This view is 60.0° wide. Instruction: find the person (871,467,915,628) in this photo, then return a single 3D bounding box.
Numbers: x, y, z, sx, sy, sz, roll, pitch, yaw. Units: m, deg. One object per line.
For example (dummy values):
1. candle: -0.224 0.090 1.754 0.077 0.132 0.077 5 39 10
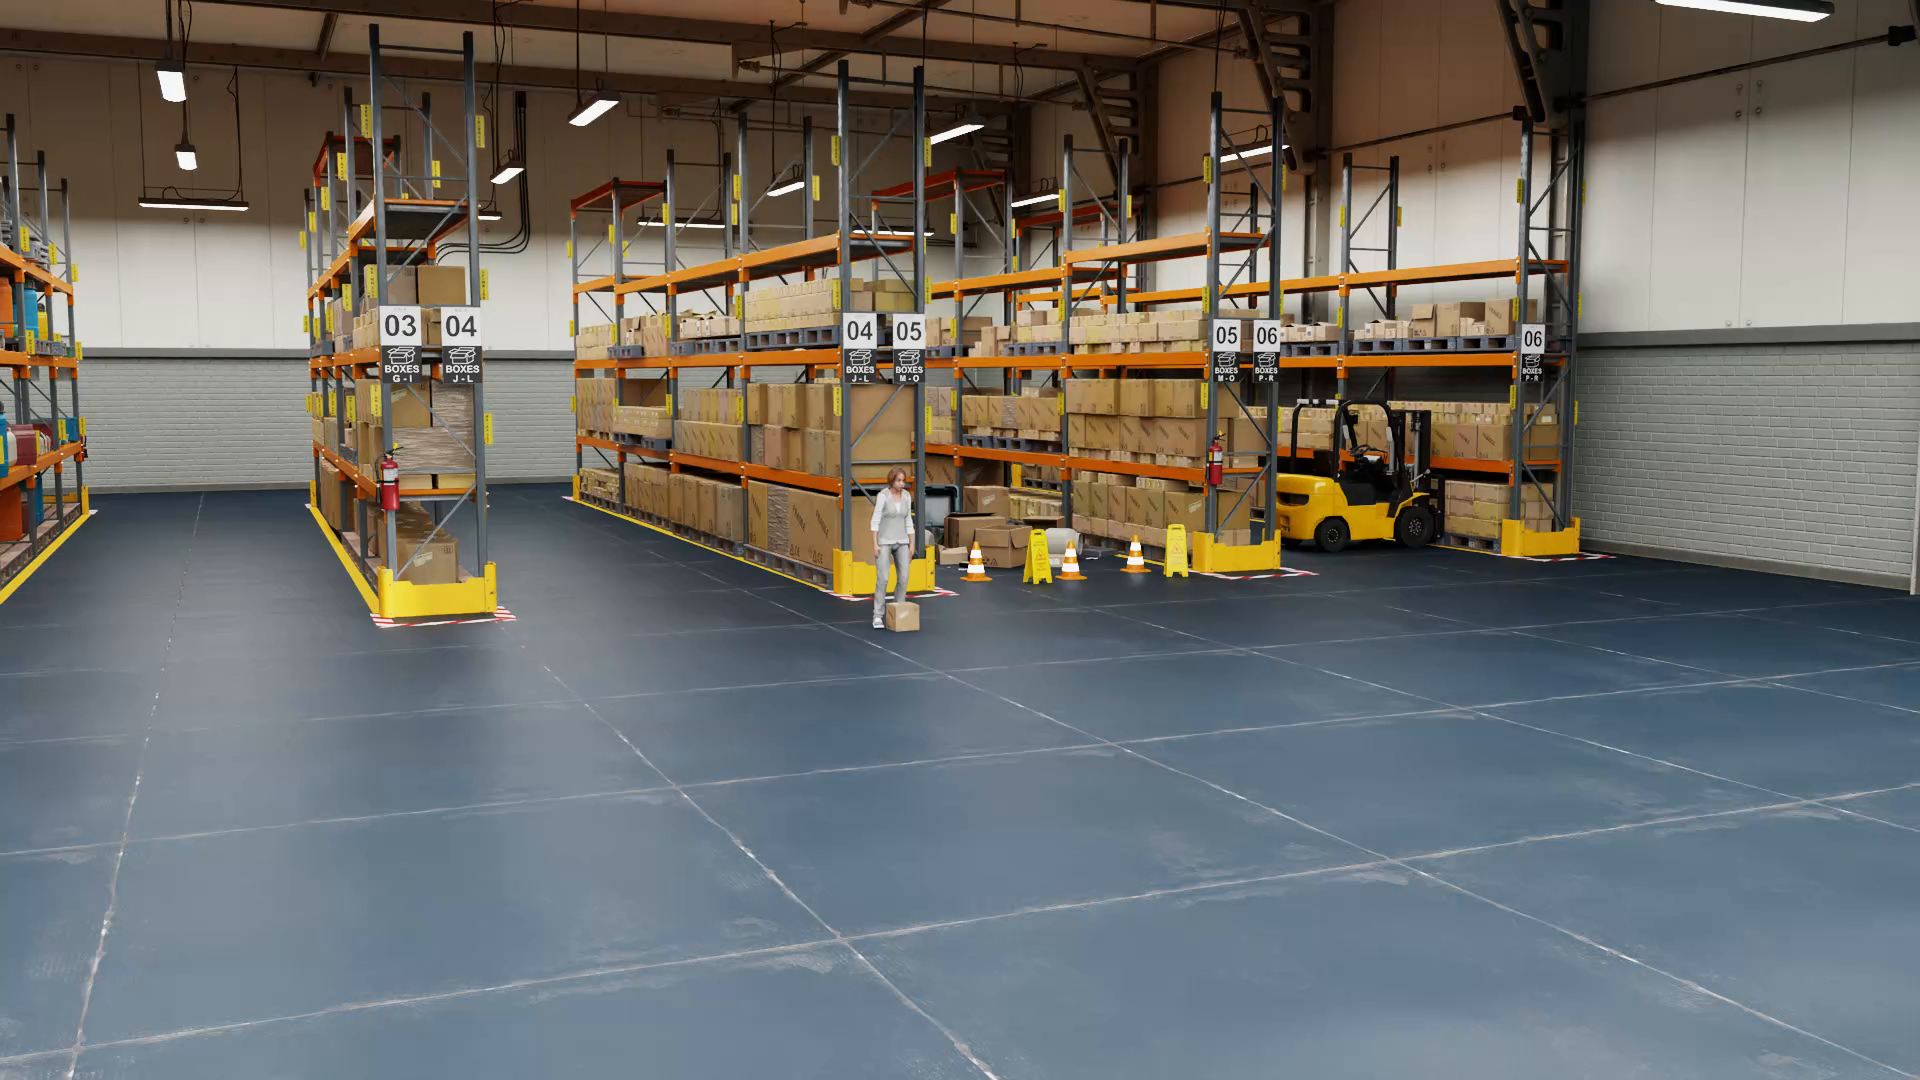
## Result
1. person: -0.669 0.124 16.542 0.478 1.478 0.345 -3 6 -27
